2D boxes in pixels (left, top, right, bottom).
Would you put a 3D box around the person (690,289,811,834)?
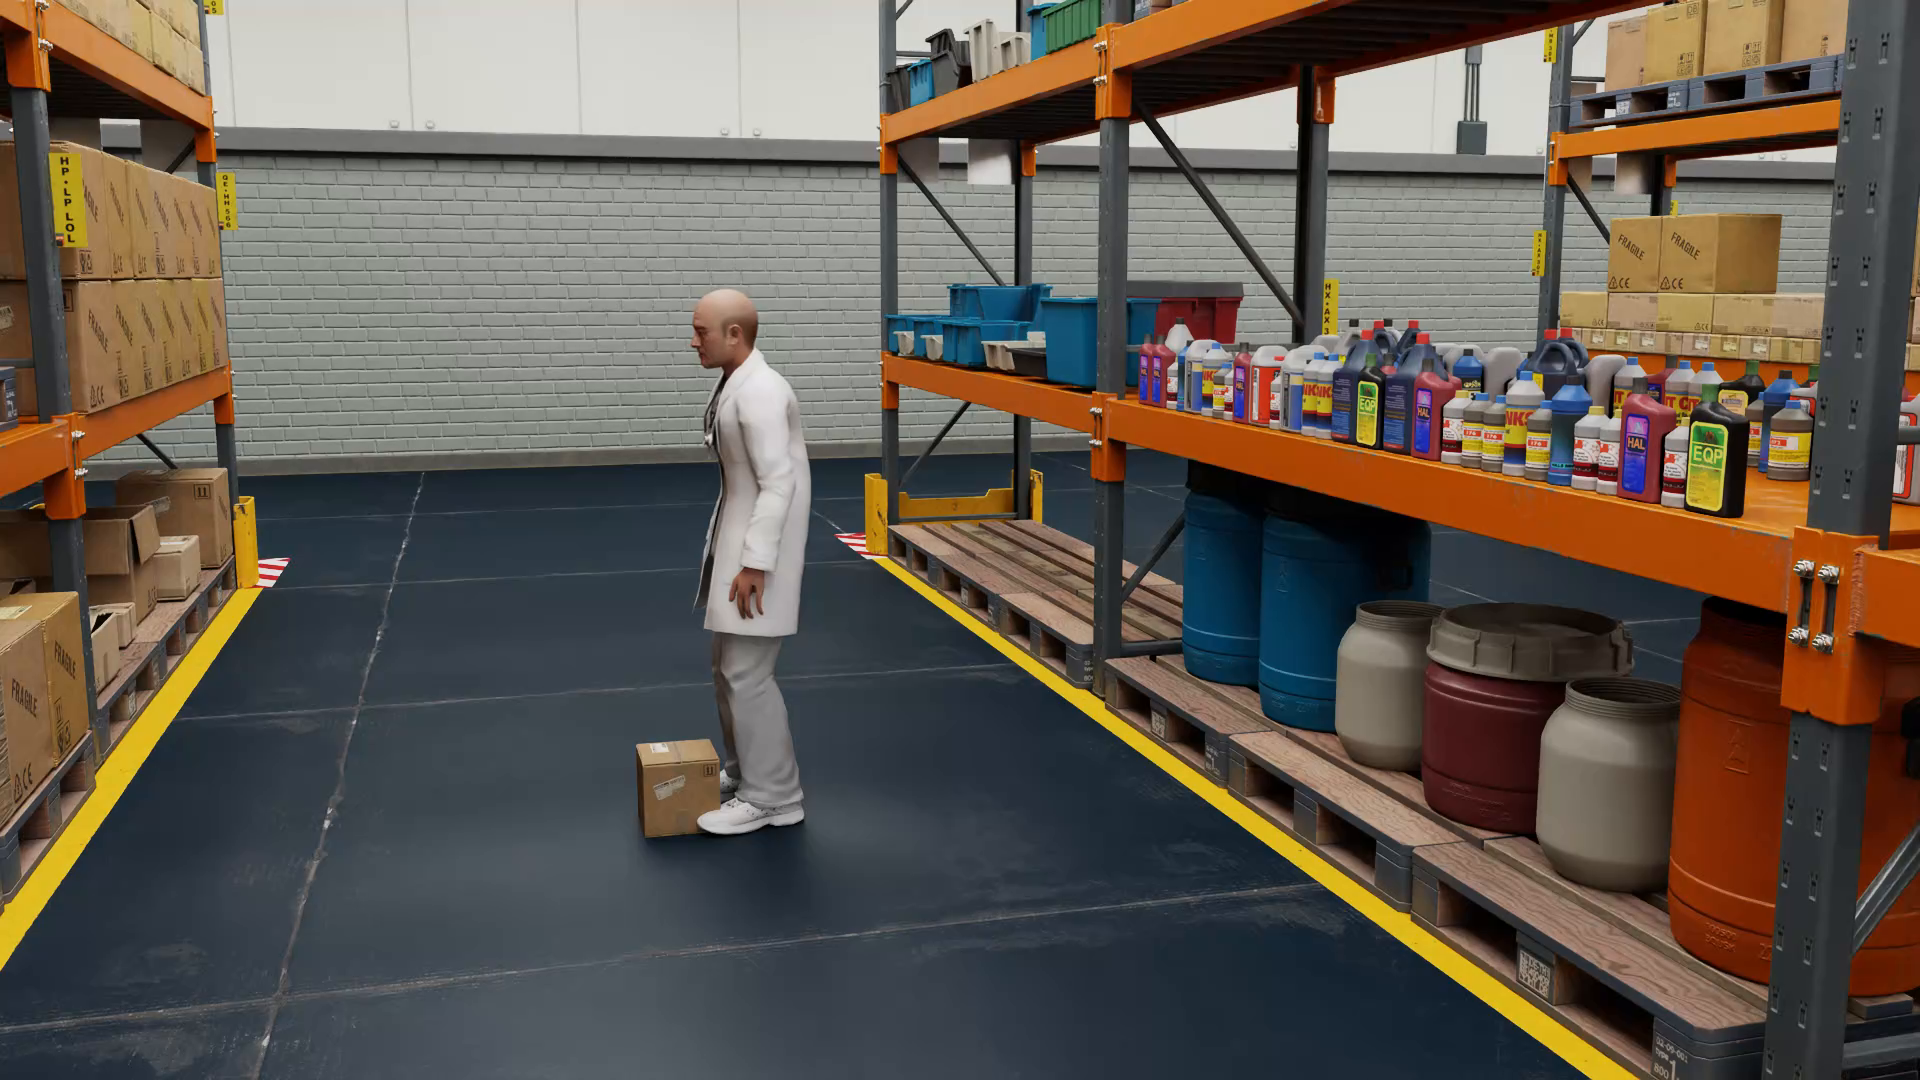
[{"bbox_3d":[-0.708,0.064,5.514,0.416,1.774,0.656,-3,10,-18],"label":"person"}]
